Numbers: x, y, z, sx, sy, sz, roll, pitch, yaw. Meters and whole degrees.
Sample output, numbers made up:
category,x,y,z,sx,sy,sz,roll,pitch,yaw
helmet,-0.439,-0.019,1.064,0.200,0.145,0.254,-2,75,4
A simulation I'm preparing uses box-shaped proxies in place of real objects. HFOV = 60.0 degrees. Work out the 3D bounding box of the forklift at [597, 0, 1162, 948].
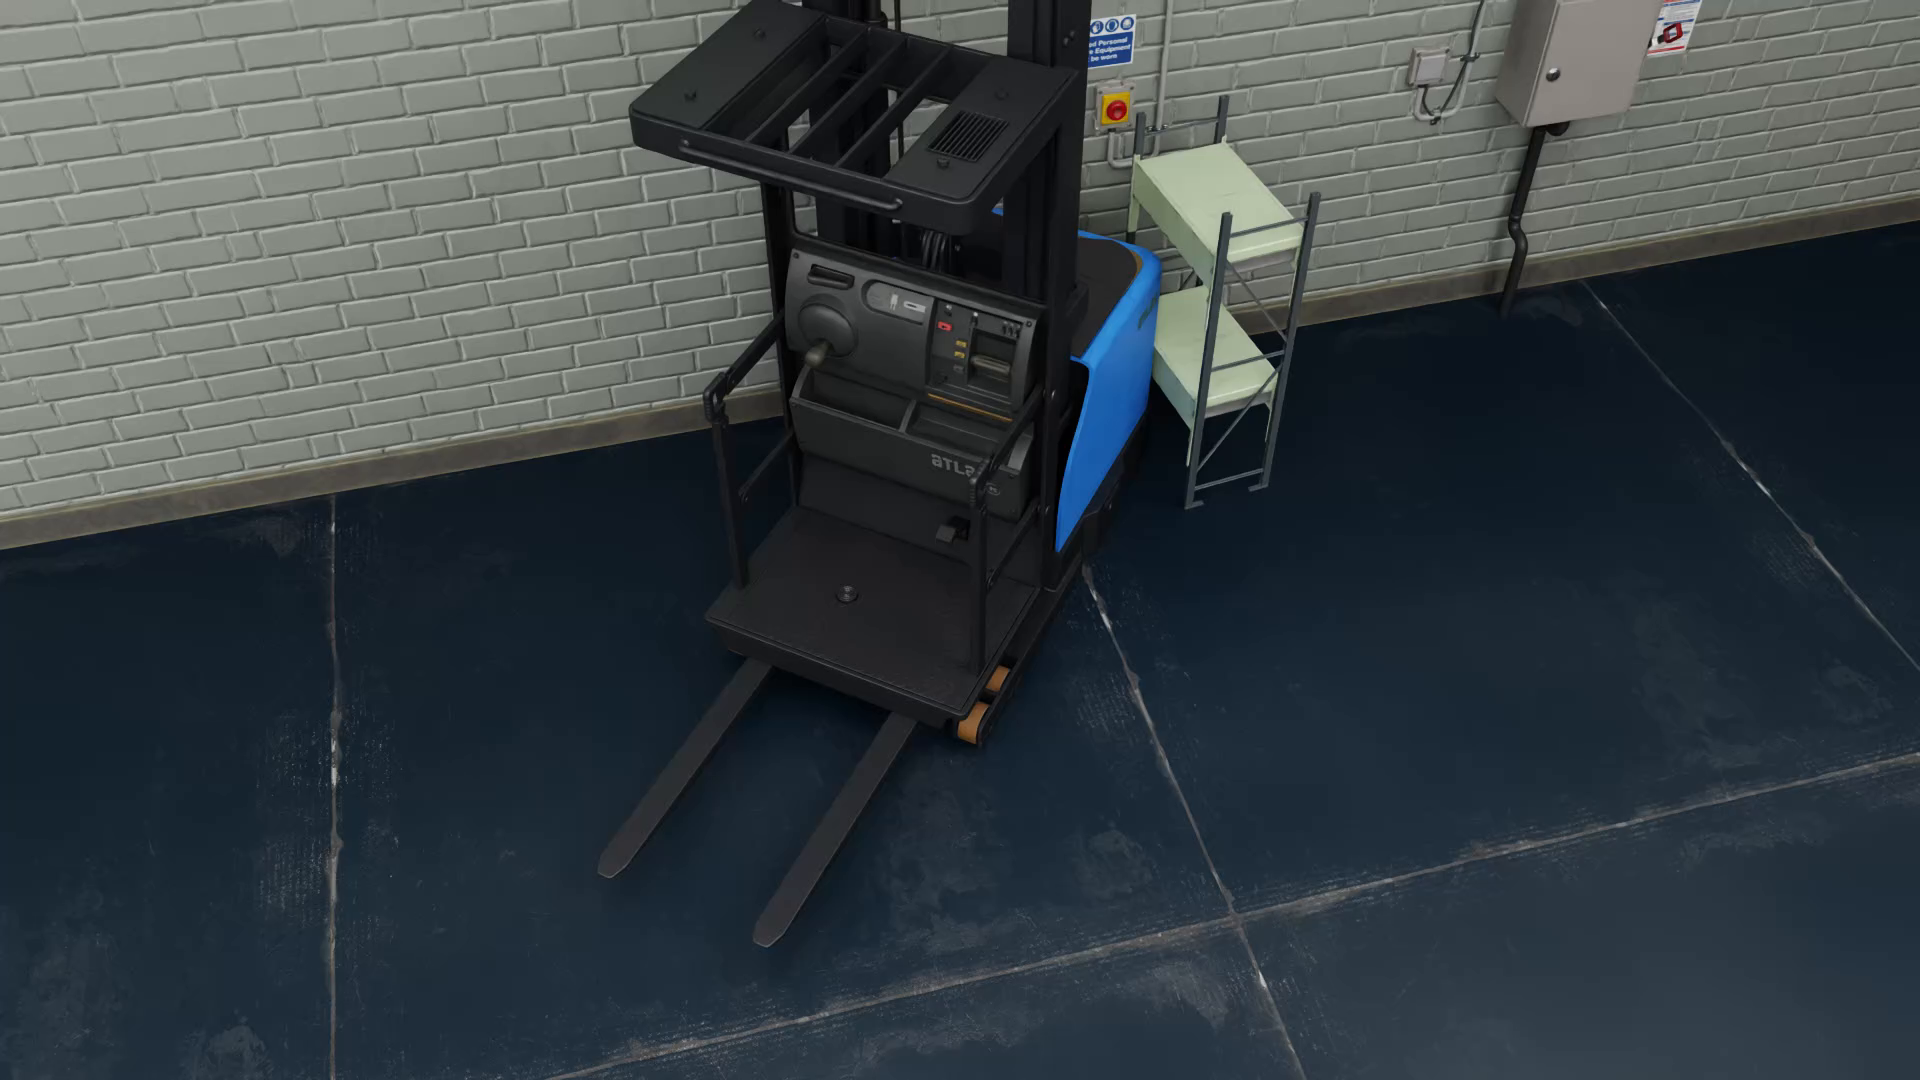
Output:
category,x,y,z,sx,sy,sz,roll,pitch,yaw
forklift,-0.270,-0.624,5.560,1.130,2.935,3.031,19,49,18

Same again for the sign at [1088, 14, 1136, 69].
category,x,y,z,sx,sy,sz,roll,pitch,yaw
sign,0.544,-1.986,6.658,0.327,0.218,0.001,-11,47,-10

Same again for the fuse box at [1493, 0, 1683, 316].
category,x,y,z,sx,sy,sz,roll,pitch,yaw
fuse box,2.674,-1.690,7.459,0.539,1.711,0.414,-11,47,-10

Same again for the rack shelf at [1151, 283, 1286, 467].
category,x,y,z,sx,sy,sz,roll,pitch,yaw
rack shelf,1.016,-0.728,7.121,0.431,0.370,0.720,-15,48,-14

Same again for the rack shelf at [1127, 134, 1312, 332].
category,x,y,z,sx,sy,sz,roll,pitch,yaw
rack shelf,1.016,-1.229,6.609,0.431,0.370,0.720,-15,48,-14

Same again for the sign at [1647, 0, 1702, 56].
category,x,y,z,sx,sy,sz,roll,pitch,yaw
sign,3.098,-2.341,7.262,0.329,0.494,0.001,-11,47,-10

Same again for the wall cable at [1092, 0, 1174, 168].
category,x,y,z,sx,sy,sz,roll,pitch,yaw
wall cable,0.606,-2.225,6.347,0.585,1.953,0.123,-11,47,-10

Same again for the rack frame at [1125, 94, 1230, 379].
category,x,y,z,sx,sy,sz,roll,pitch,yaw
rack frame,0.885,-1.200,7.127,0.400,1.500,0.023,-15,48,-14

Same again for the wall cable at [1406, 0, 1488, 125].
category,x,y,z,sx,sy,sz,roll,pitch,yaw
wall cable,1.974,-2.481,6.621,0.588,1.984,0.122,-11,47,-10

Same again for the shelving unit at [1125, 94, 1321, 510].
category,x,y,z,sx,sy,sz,roll,pitch,yaw
shelving unit,1.016,-0.956,6.888,0.431,1.500,0.755,-15,48,-14

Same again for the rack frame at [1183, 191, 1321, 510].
category,x,y,z,sx,sy,sz,roll,pitch,yaw
rack frame,1.147,-0.712,6.648,0.400,1.500,0.023,-15,48,-14
